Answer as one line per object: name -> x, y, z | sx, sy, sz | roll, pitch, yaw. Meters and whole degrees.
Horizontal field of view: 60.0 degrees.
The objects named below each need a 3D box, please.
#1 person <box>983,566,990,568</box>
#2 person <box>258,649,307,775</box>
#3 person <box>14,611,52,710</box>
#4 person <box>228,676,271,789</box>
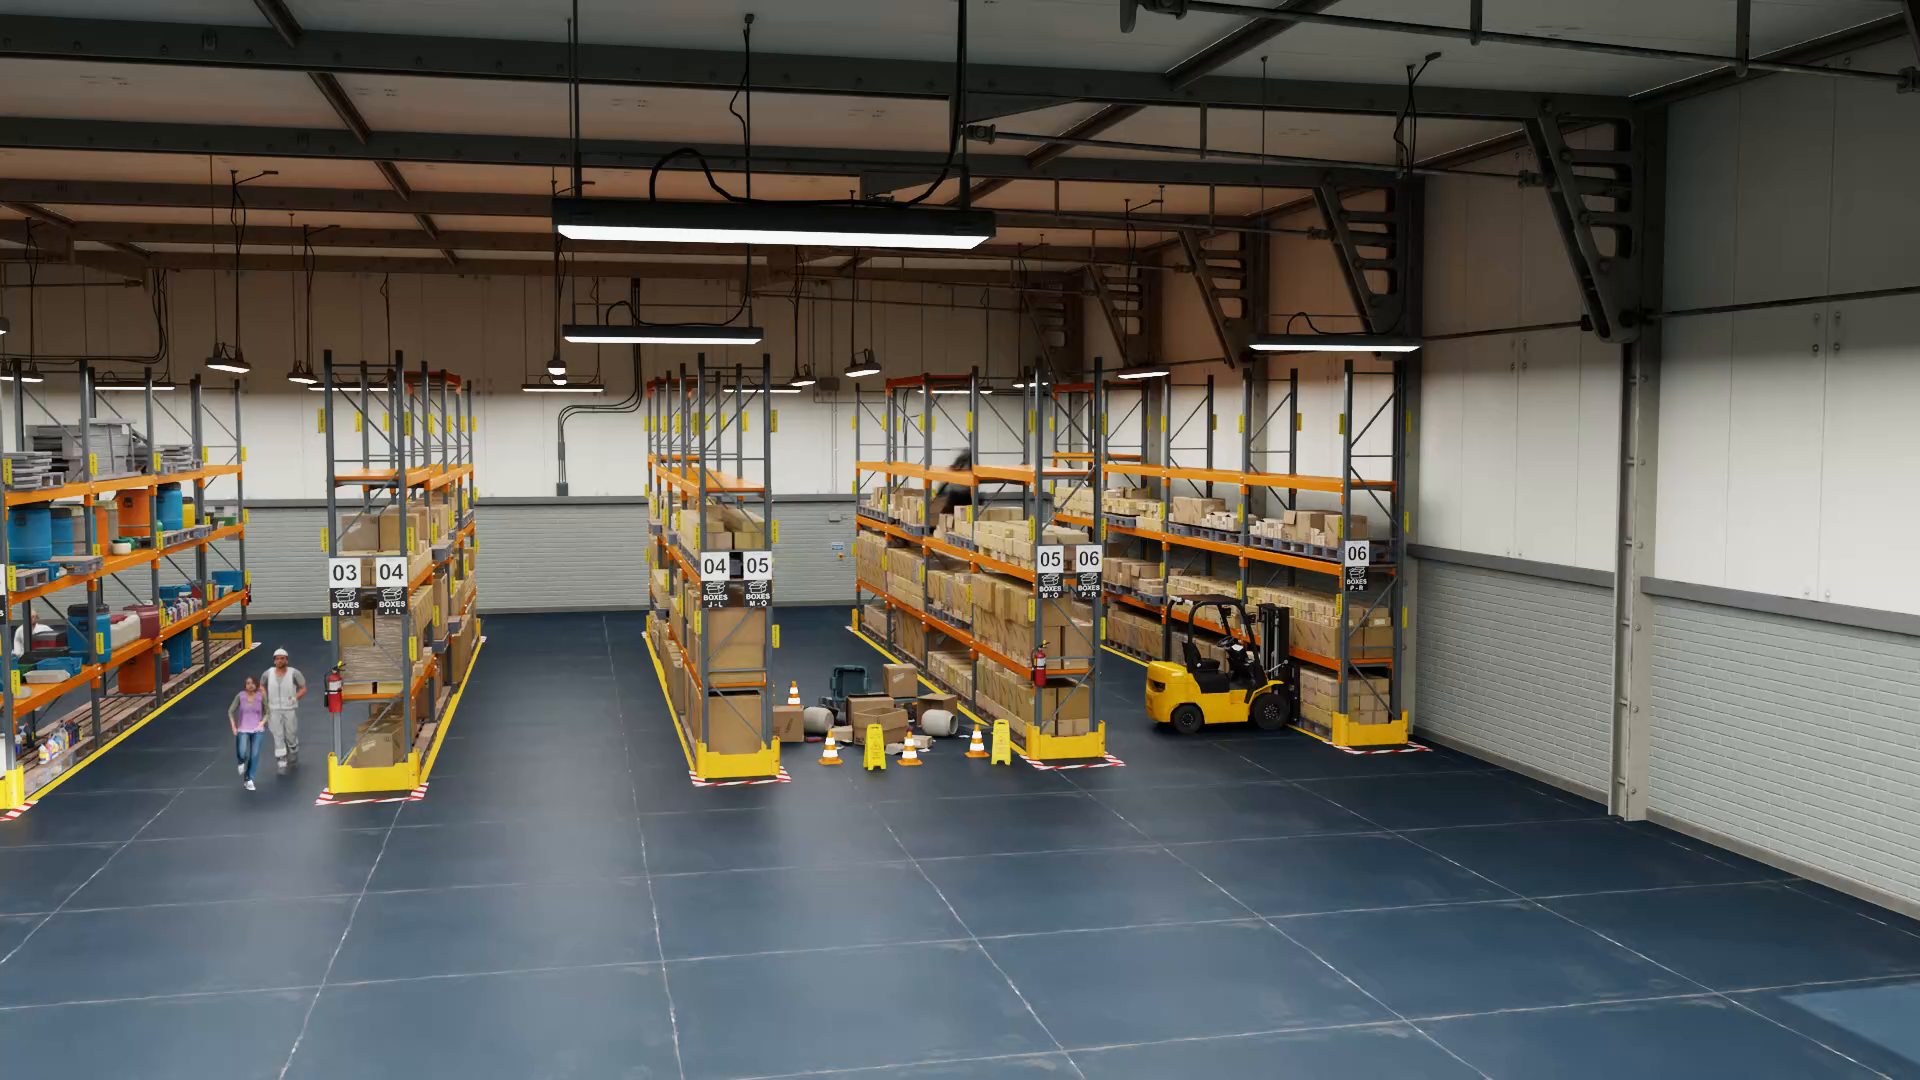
person -> 0.640, 1.427, 38.366 | 0.657, 1.755, 0.971 | -2, 4, -22
person -> -9.757, 2.446, 23.949 | 0.666, 1.770, 0.827 | -1, 4, -13
person -> -16.185, 2.210, 29.065 | 0.722, 1.545, 0.628 | -1, 4, -14
person -> -9.790, 2.647, 22.937 | 0.547, 1.555, 0.565 | -2, 4, -22
